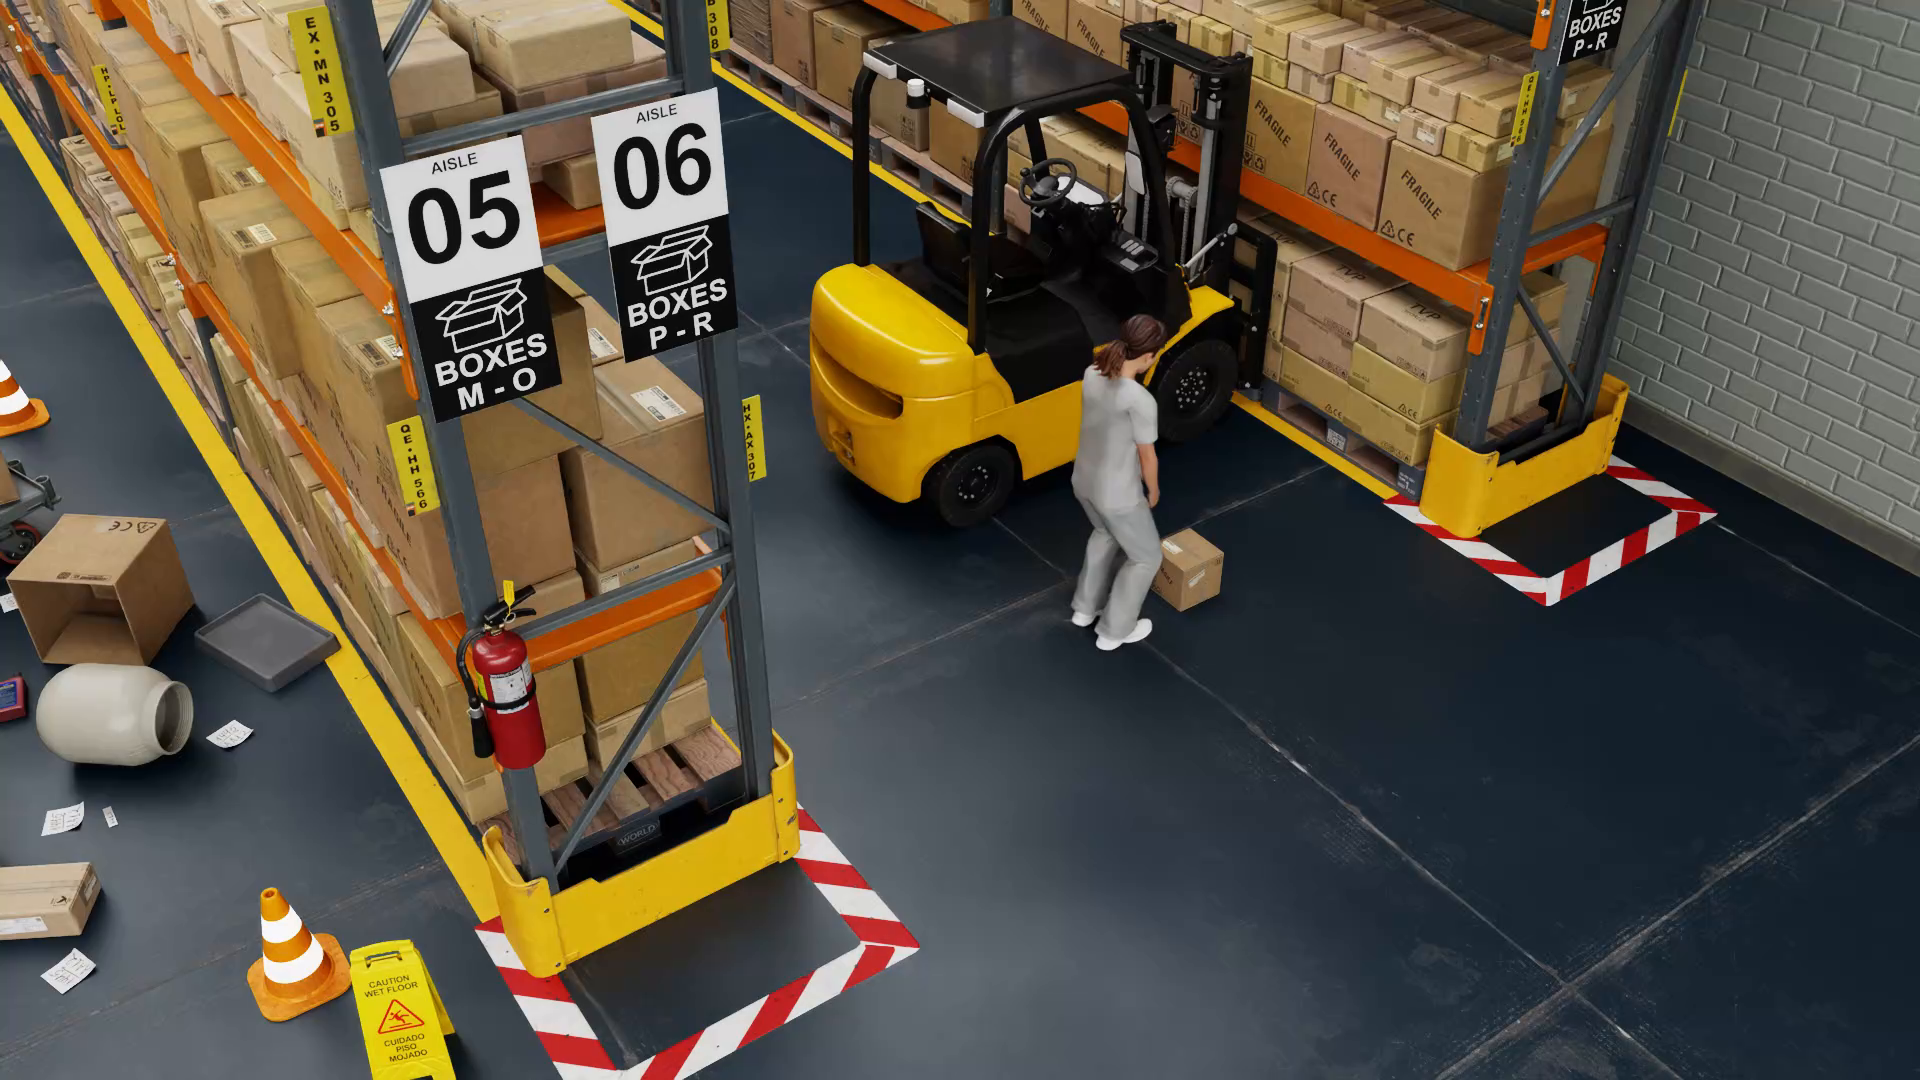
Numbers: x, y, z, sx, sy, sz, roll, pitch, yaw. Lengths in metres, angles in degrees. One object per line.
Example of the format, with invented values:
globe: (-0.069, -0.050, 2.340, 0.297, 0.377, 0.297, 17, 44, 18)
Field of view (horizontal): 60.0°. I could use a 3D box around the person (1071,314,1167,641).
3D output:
person: (0.696, -0.278, 7.388, 0.406, 1.559, 0.464, -22, 42, -26)
